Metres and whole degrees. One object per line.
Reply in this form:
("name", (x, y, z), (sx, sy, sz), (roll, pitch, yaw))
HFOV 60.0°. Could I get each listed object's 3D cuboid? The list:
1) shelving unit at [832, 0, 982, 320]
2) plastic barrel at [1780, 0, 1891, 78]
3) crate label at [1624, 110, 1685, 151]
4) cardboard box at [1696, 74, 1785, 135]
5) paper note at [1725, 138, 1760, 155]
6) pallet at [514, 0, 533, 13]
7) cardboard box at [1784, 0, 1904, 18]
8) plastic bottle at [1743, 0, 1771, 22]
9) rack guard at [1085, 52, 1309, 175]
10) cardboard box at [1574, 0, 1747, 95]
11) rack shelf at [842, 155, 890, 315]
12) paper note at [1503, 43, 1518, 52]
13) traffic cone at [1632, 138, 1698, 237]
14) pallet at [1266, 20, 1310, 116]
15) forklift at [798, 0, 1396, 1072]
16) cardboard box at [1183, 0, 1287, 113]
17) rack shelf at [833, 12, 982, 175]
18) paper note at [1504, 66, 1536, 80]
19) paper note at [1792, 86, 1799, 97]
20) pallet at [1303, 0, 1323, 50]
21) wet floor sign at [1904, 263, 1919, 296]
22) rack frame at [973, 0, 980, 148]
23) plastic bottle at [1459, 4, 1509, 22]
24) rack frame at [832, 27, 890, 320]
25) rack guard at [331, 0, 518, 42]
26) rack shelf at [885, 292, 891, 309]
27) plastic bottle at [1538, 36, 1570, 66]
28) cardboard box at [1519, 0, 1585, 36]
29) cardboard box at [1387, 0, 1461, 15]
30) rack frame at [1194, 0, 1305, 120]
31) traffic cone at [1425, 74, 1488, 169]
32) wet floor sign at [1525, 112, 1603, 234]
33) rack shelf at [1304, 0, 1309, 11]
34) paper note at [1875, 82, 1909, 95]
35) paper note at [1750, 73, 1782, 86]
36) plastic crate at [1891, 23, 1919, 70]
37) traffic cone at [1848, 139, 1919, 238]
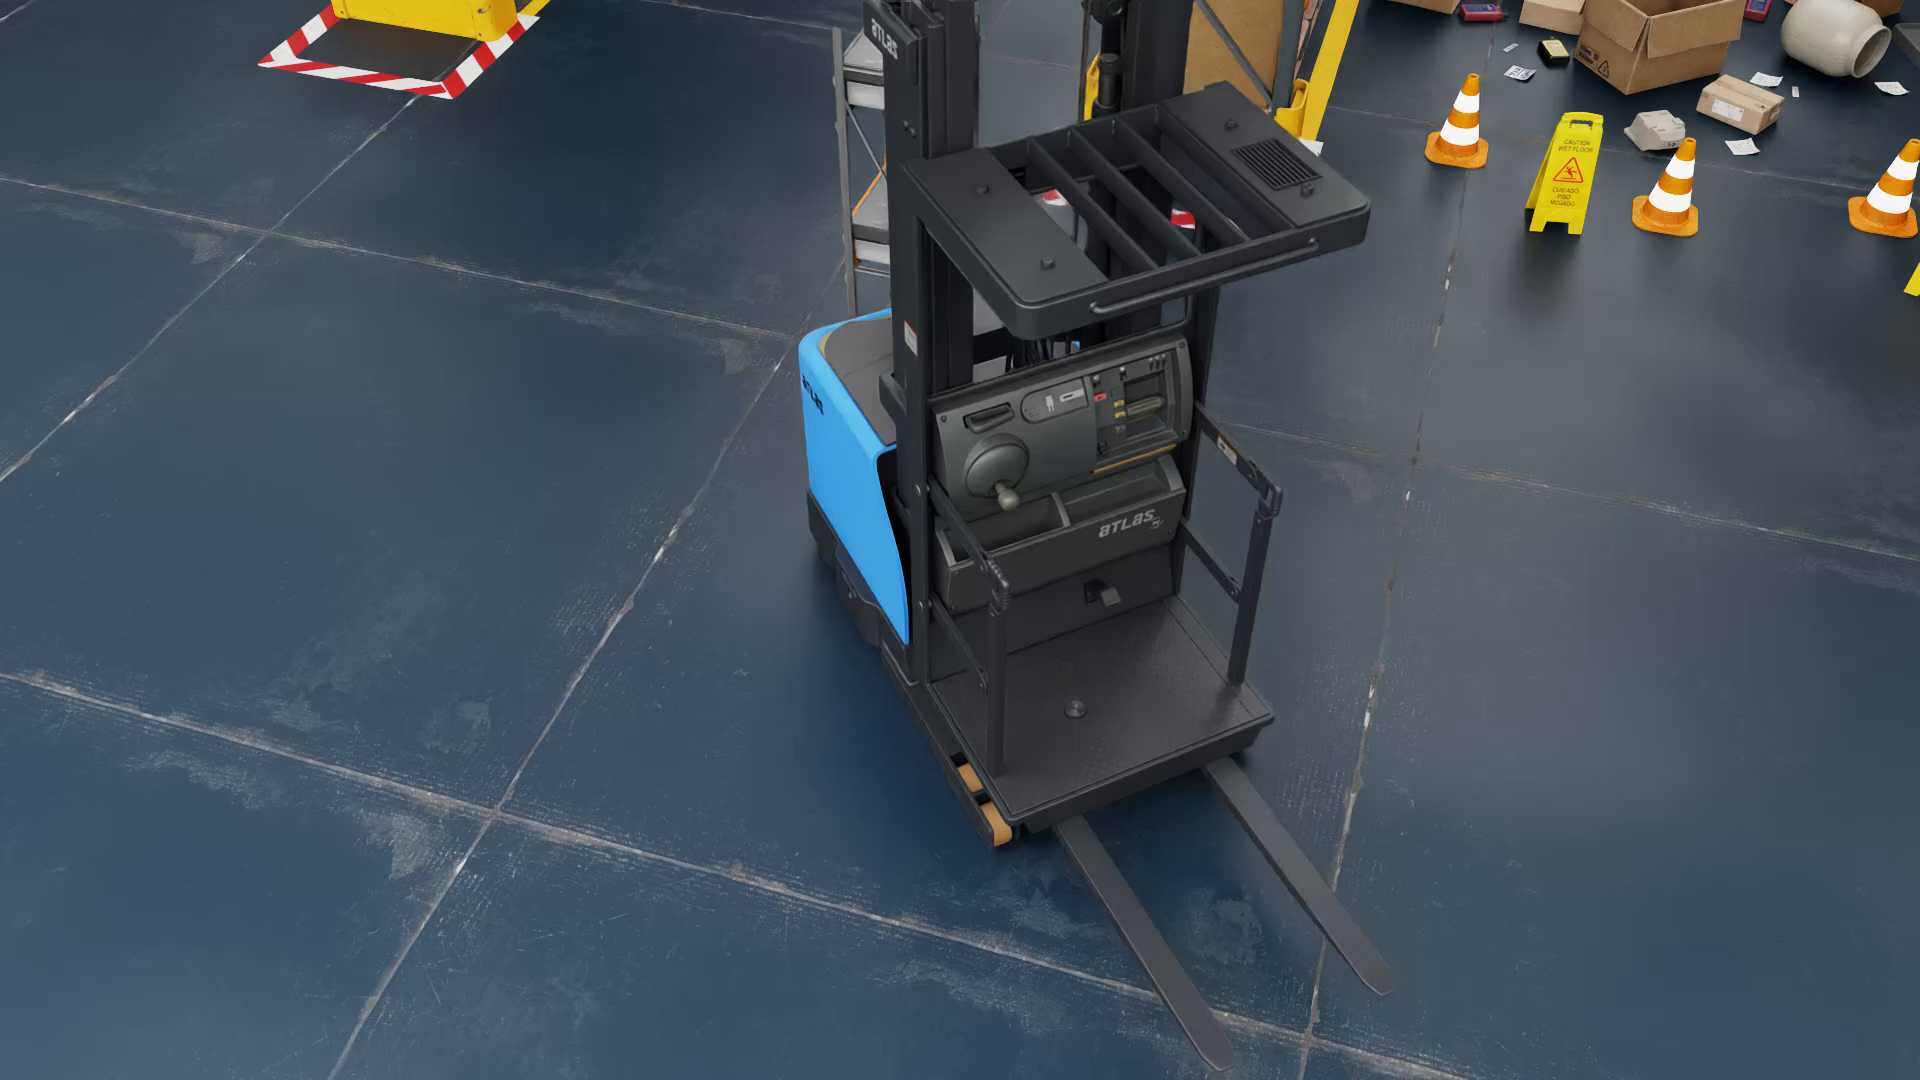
("shelving unit", (-0.195, -1.228, 6.903), (0.431, 2.100, 0.503), (13, 46, 13))
("plastic barrel", (5.222, -3.014, 9.926), (0.421, 0.421, 0.512), (-24, 49, -22))
("crate label", (3.958, -2.320, 9.421), (0.250, 0.136, 0.298), (-9, 45, -9))
("cardboard box", (4.511, -2.519, 9.617), (0.250, 0.149, 0.380), (-33, 53, -29))
("paper note", (4.429, -2.228, 9.404), (0.148, 0.019, 0.142), (-2, 44, -2))
("pallet", (-3.103, -3.924, 11.008), (1.003, 0.211, 1.213), (13, 46, 13))
("cardboard box", (5.629, -3.585, 10.453), (0.500, 0.500, 0.500), (-24, 49, -22))
("plastic bottle", (5.073, -3.390, 10.570), (0.133, 0.061, 0.283), (20, 48, 19))
("rack guard", (1.284, -2.309, 9.151), (1.175, 0.500, 0.348), (13, 46, 13))
("cardboard box", (4.158, -3.052, 9.908), (0.797, 0.503, 0.637), (-16, 47, -16))
("rack shelf", (-0.195, -1.219, 6.913), (0.431, 0.518, 0.480), (13, 46, 13))
("paper note", (3.393, -3.034, 10.242), (0.123, 0.001, 0.032), (-33, 53, -29))
("traffic cone", (3.779, -1.899, 8.759), (0.336, 0.463, 0.334), (13, 46, 13))
("pallet", (1.459, -2.771, 9.830), (1.003, 0.211, 1.213), (13, 46, 13))
("forklift", (0.450, -0.296, 5.356), (1.130, 2.935, 3.031), (-19, 47, -18))
("cardboard box", (1.434, -3.075, 9.366), (0.875, 0.875, 0.875), (13, 46, 13))
("rack shelf", (-0.195, -1.719, 6.423), (0.431, 0.518, 0.480), (13, 46, 13))
("paper note", (3.372, -2.814, 10.004), (0.144, 0.017, 0.142), (28, 51, 26))
("paper note", (4.953, -2.658, 9.858), (0.032, 0.001, 0.123), (13, 46, 13))
("pallet", (1.830, -3.582, 10.658), (1.003, 0.211, 1.213), (13, 46, 13))
("wet floor sign", (4.962, -1.496, 8.216), (0.267, 0.644, 0.232), (28, 51, 26))
("rack frame", (-0.117, -1.390, 7.068), (0.400, 2.100, 0.015), (13, 46, 13))
("plastic bottle", (3.314, -3.333, 10.511), (0.283, 0.061, 0.133), (-2, 44, -2))
("rack frame", (-0.273, -1.067, 6.738), (0.400, 2.100, 0.015), (13, 46, 13))
("rack guard", (-3.382, -3.493, 10.362), (1.175, 0.500, 0.348), (13, 46, 13))
("rack shelf", (-0.195, -0.718, 7.402), (0.431, 0.518, 0.480), (13, 46, 13))
("plastic bottle", (3.621, -2.996, 10.167), (0.133, 0.061, 0.283), (-2, 44, -2))
("cardboard box", (3.737, -3.371, 10.405), (0.396, 0.266, 0.258), (20, 48, 19))
("cardboard box", (3.010, -3.740, 10.612), (0.500, 0.500, 0.500), (20, 48, 19))
("rack frame", (1.291, -3.218, 8.293), (1.000, 3.000, 0.127), (13, 46, 13))
("traffic cone", (2.805, -2.365, 9.235), (0.336, 0.463, 0.334), (13, 46, 13))
("wet floor sign", (3.169, -1.938, 8.668), (0.267, 0.644, 0.232), (5, 45, 5))
("rack shelf", (1.897, -4.294, 9.907), (1.077, 0.370, 4.000), (13, 46, 13))
("paper note", (5.537, -2.690, 9.876), (0.142, 0.019, 0.148), (-2, 44, -2))
("paper note", (4.829, -2.758, 9.954), (0.148, 0.019, 0.142), (28, 51, 26))
("plastic crate", (5.994, -2.987, 10.144), (0.402, 0.080, 0.583), (-2, 44, -2))
("traffic cone", (4.940, -1.890, 8.750), (0.336, 0.463, 0.334), (13, 46, 13))
